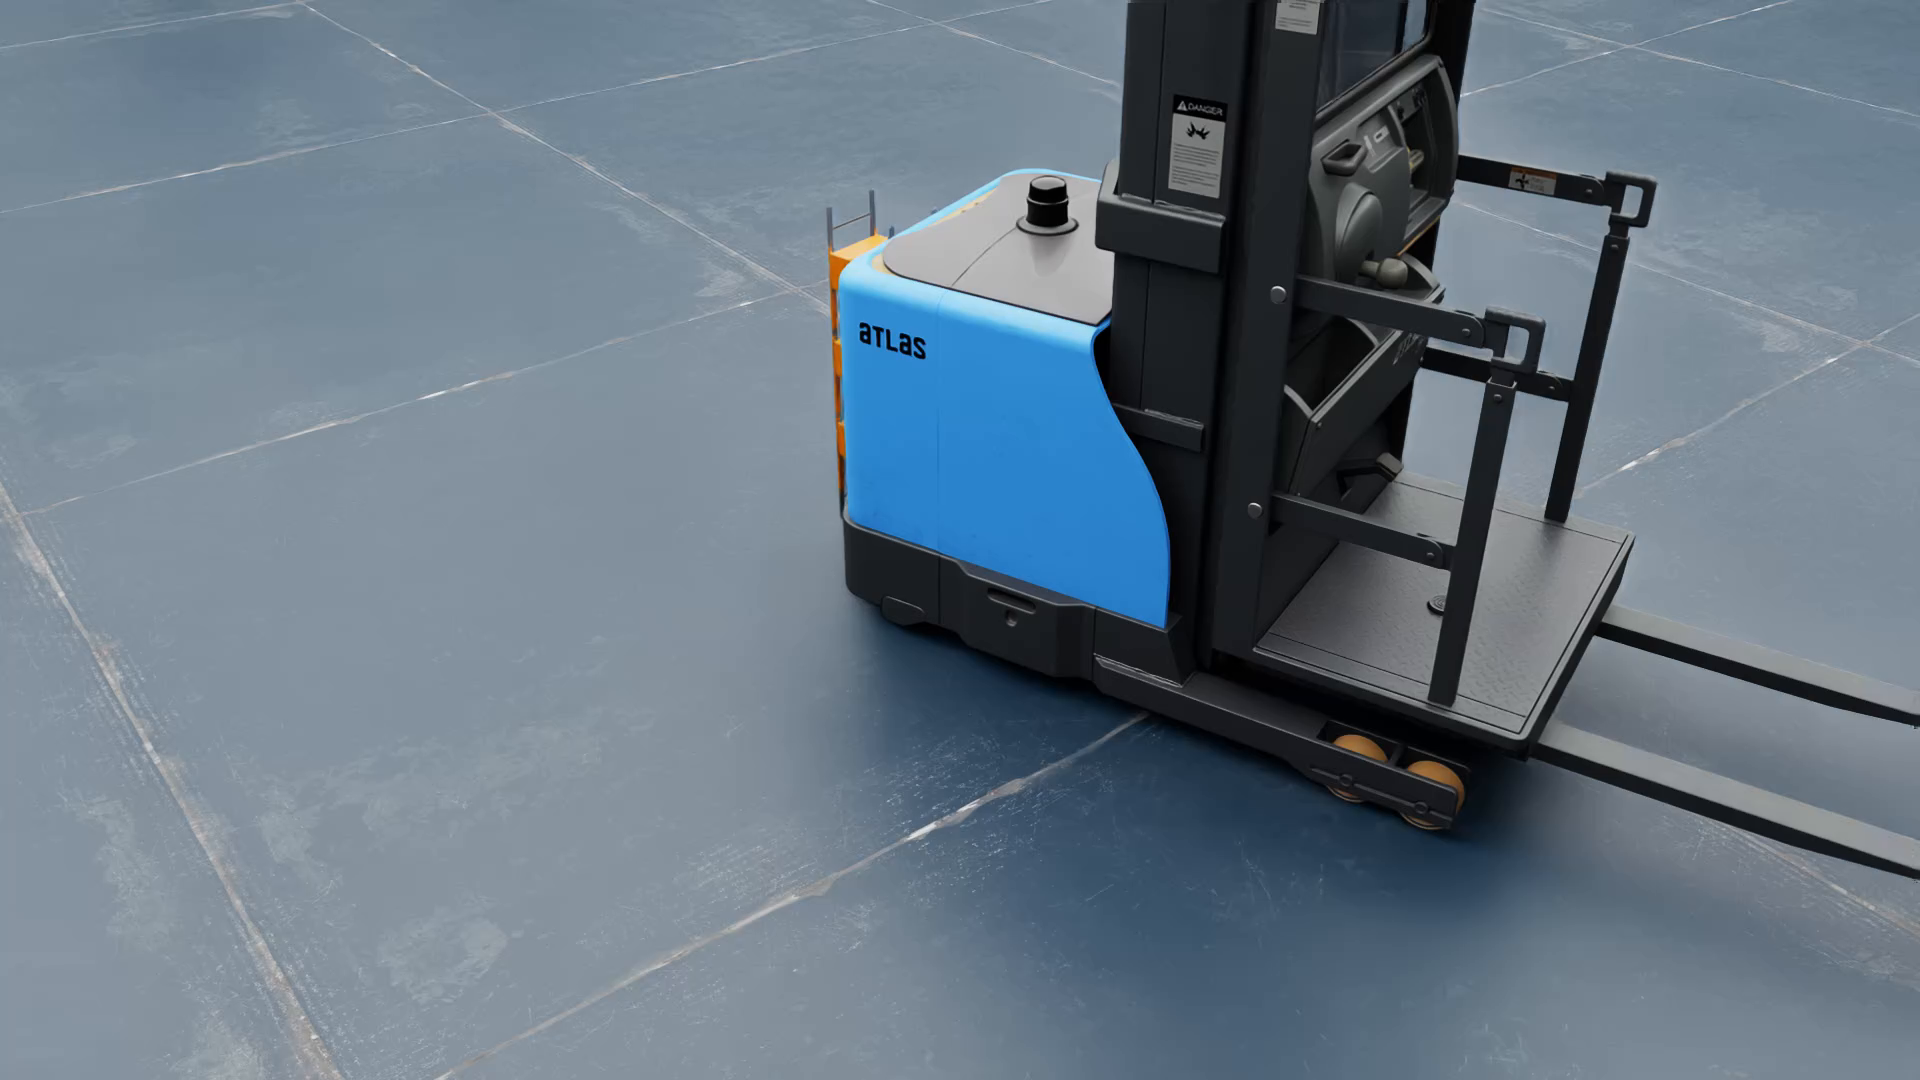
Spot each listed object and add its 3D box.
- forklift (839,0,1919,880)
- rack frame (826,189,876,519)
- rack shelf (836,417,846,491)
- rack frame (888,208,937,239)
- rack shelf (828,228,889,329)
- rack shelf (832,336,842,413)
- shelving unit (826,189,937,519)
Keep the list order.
[{"bbox_3d":[1.183,-0.853,3.845,3.031,2.935,1.130,18,36,27],"label":"forklift"},{"bbox_3d":[-0.321,-0.556,5.150,0.008,1.050,0.200,24,39,33],"label":"rack frame"},{"bbox_3d":[-0.227,-0.269,5.236,0.240,0.259,0.215,24,39,33],"label":"rack shelf"},{"bbox_3d":[-0.134,-0.473,5.016,0.008,1.050,0.200,24,39,33],"label":"rack frame"},{"bbox_3d":[-0.227,-0.747,4.939,0.240,0.259,0.215,24,39,33],"label":"rack shelf"},{"bbox_3d":[-0.227,-0.506,5.089,0.240,0.259,0.215,24,39,33],"label":"rack shelf"},{"bbox_3d":[-0.227,-0.515,5.083,0.252,1.050,0.215,24,39,33],"label":"shelving unit"}]
